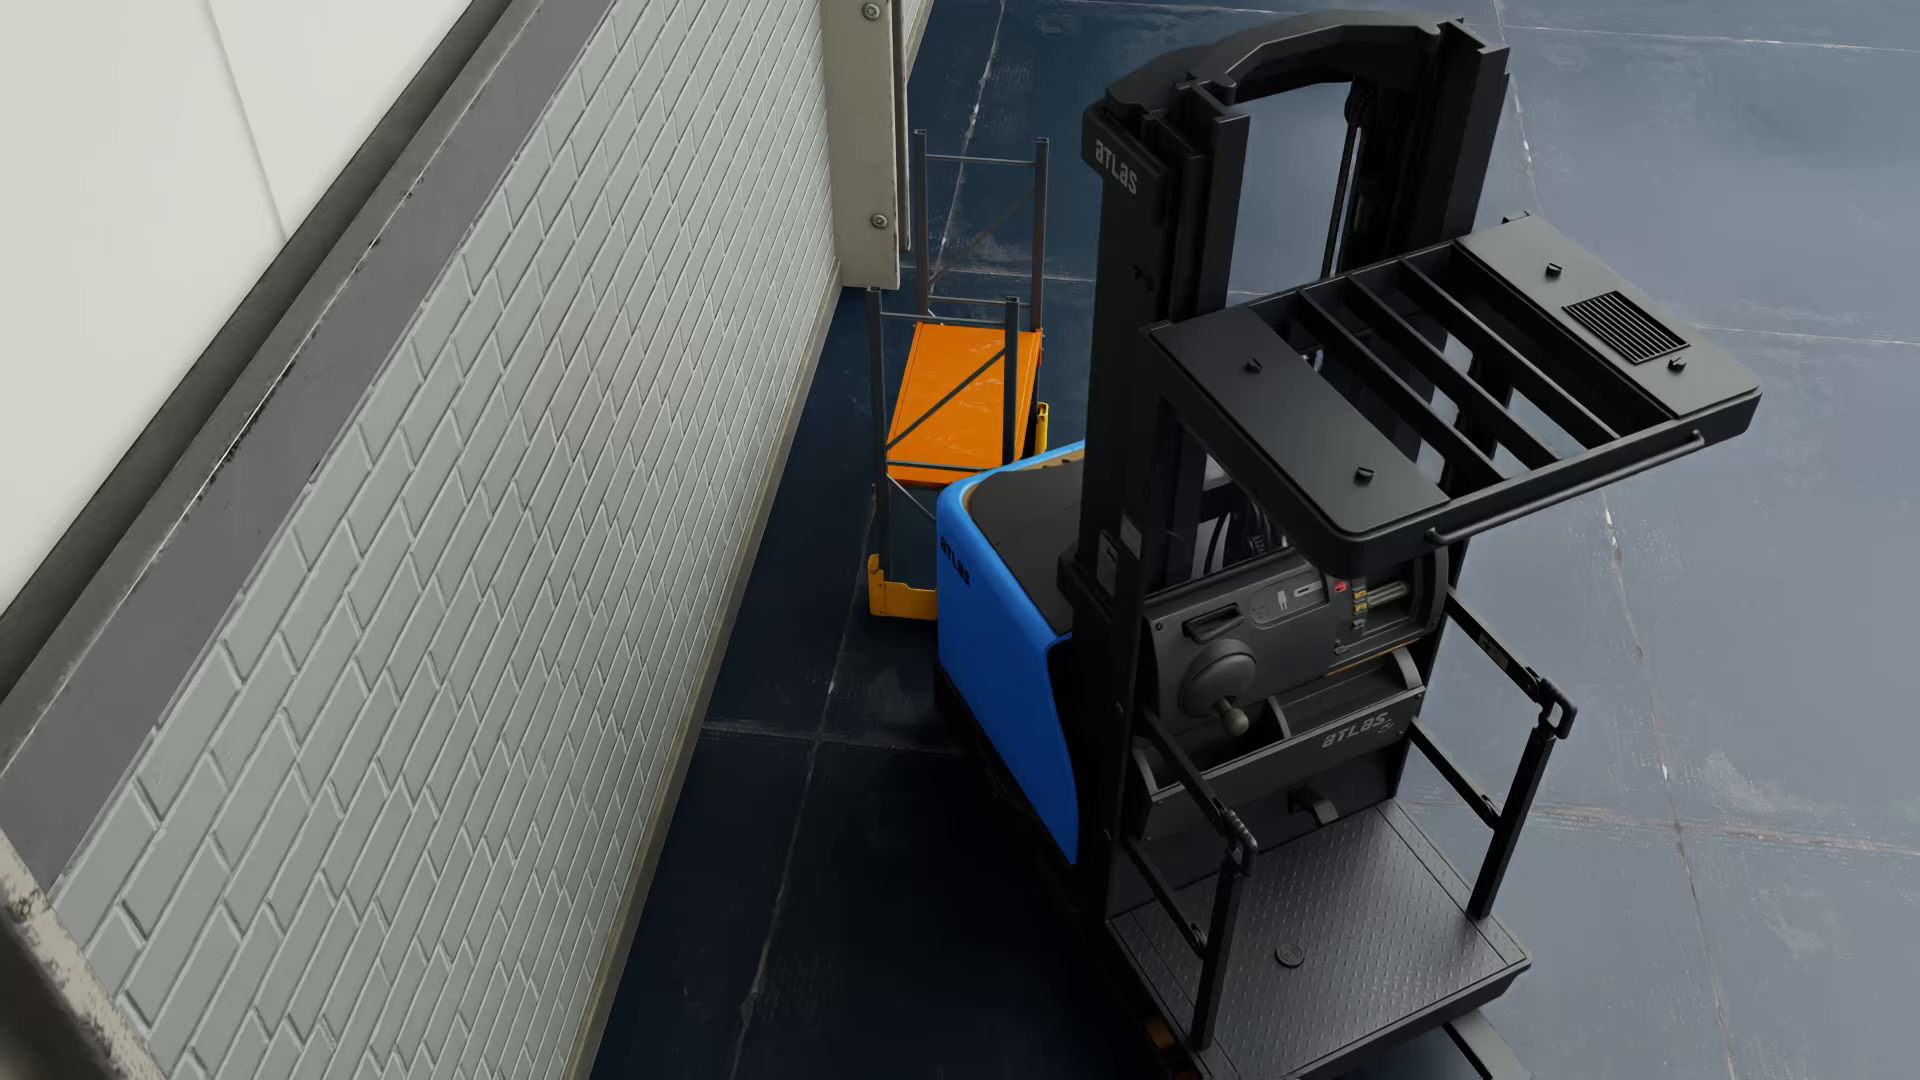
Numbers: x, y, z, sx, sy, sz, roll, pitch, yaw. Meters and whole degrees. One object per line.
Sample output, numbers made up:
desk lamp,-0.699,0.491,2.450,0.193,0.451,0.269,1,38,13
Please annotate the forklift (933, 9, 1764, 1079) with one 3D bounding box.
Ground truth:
forklift,1.008,0.308,4.292,1.130,2.935,3.031,-19,47,-19

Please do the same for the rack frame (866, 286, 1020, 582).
rack frame,-0.056,-0.256,5.930,0.500,1.500,0.032,5,44,6

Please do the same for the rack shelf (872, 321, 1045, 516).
rack shelf,0.011,-0.472,6.419,0.538,0.185,1.000,5,44,6

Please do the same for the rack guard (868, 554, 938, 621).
rack guard,-0.056,0.197,6.360,0.587,0.250,0.087,5,44,6

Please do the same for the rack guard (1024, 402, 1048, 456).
rack guard,0.076,-0.482,7.077,0.587,0.250,0.087,5,44,6

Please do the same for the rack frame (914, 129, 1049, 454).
rack frame,0.078,-0.949,6.662,0.500,1.500,0.032,5,44,6

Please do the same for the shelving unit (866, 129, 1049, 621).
shelving unit,0.010,-0.597,6.289,0.587,1.500,1.083,5,44,6

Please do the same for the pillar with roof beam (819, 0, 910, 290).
pillar with roof beam,3.841,-4.232,4.674,9.100,9.000,0.400,5,44,6
